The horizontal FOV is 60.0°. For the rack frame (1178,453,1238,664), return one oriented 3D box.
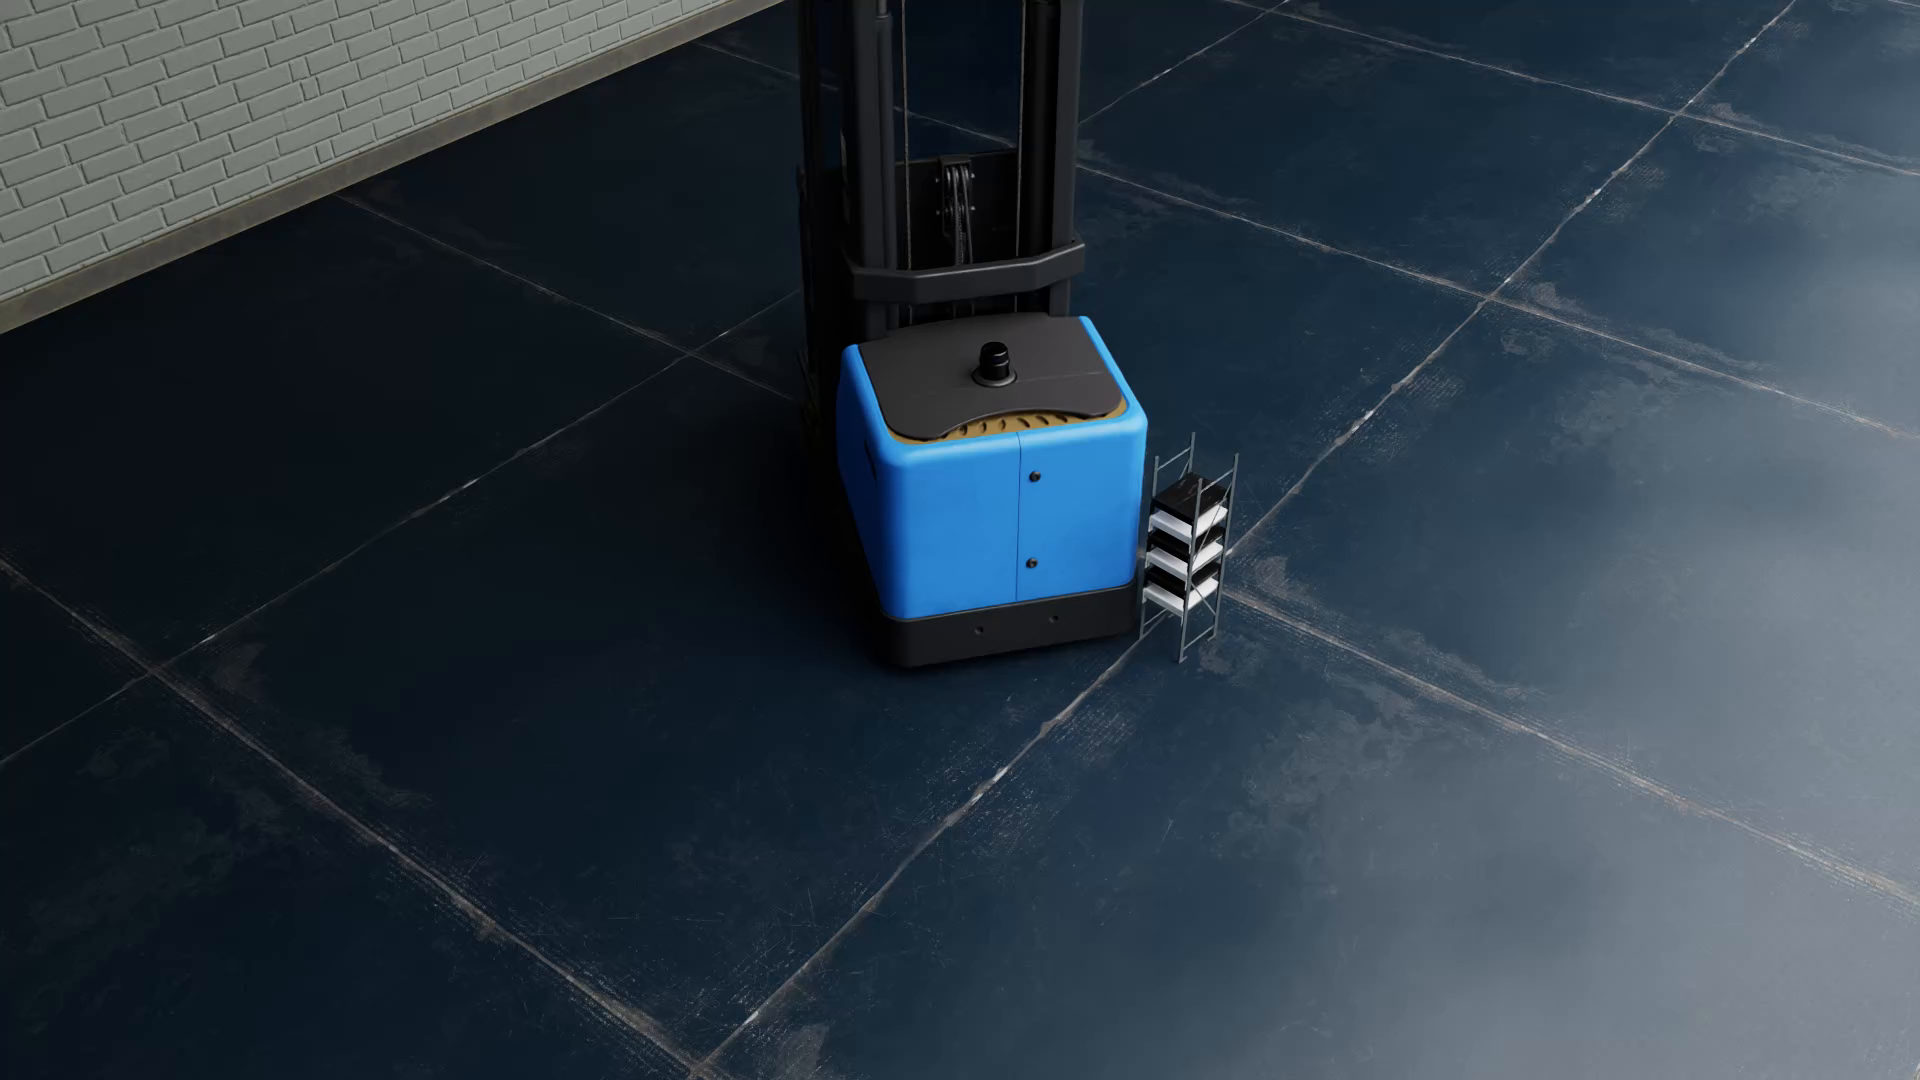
[{"bbox_3d":[0.953,0.085,6.412,0.006,0.900,0.240,31,48,33],"label":"rack frame"}]

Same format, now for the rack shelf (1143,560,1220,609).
[{"bbox_3d":[0.880,0.138,6.543,0.200,0.077,0.258,31,48,33],"label":"rack shelf"}]

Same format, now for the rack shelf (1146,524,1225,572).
[{"bbox_3d":[0.880,-0.003,6.432,0.200,0.077,0.258,31,48,33],"label":"rack shelf"}]

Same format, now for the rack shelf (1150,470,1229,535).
[{"bbox_3d":[0.880,-0.145,6.321,0.200,0.077,0.258,31,48,33],"label":"rack shelf"}]

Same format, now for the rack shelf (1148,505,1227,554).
[{"bbox_3d":[0.880,-0.074,6.377,0.200,0.077,0.258,31,48,33],"label":"rack shelf"}]

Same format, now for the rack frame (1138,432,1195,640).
[{"bbox_3d":[0.807,-0.002,6.523,0.006,0.900,0.240,31,48,33],"label":"rack frame"}]

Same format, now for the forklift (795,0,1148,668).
[{"bbox_3d":[-0.131,-1.568,6.875,1.130,2.935,3.031,-8,39,-11],"label":"forklift"}]

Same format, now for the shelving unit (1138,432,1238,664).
[{"bbox_3d":[0.880,0.041,6.467,0.210,0.900,0.258,31,48,33],"label":"shelving unit"}]

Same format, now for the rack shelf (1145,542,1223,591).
[{"bbox_3d":[0.880,0.067,6.488,0.200,0.077,0.258,31,48,33],"label":"rack shelf"}]

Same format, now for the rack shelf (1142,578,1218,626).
[{"bbox_3d":[0.880,0.209,6.599,0.200,0.077,0.258,31,48,33],"label":"rack shelf"}]
